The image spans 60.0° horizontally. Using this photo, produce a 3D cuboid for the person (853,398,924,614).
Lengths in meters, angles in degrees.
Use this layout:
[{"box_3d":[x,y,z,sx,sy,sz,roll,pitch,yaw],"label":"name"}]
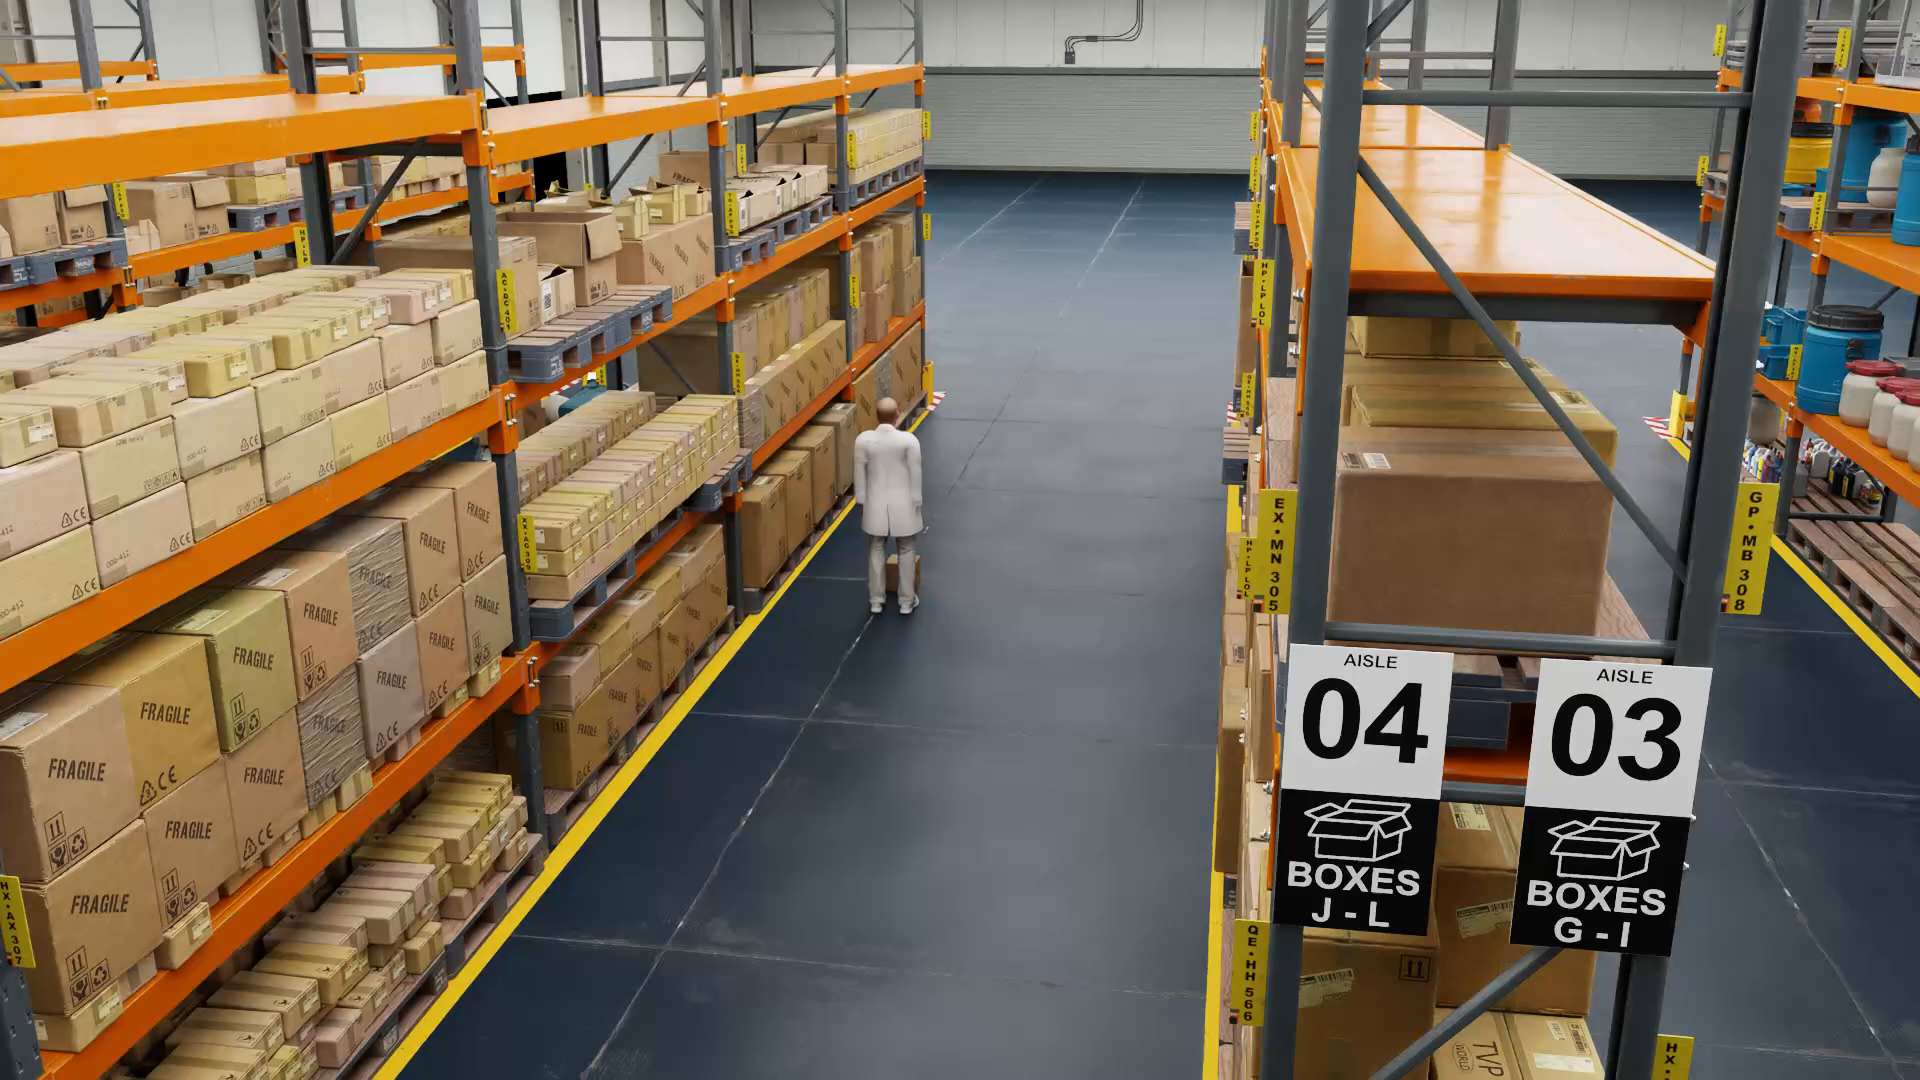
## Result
[{"box_3d":[-0.578,-0.286,13.501,0.564,1.769,0.377,3,18,9],"label":"person"}]
